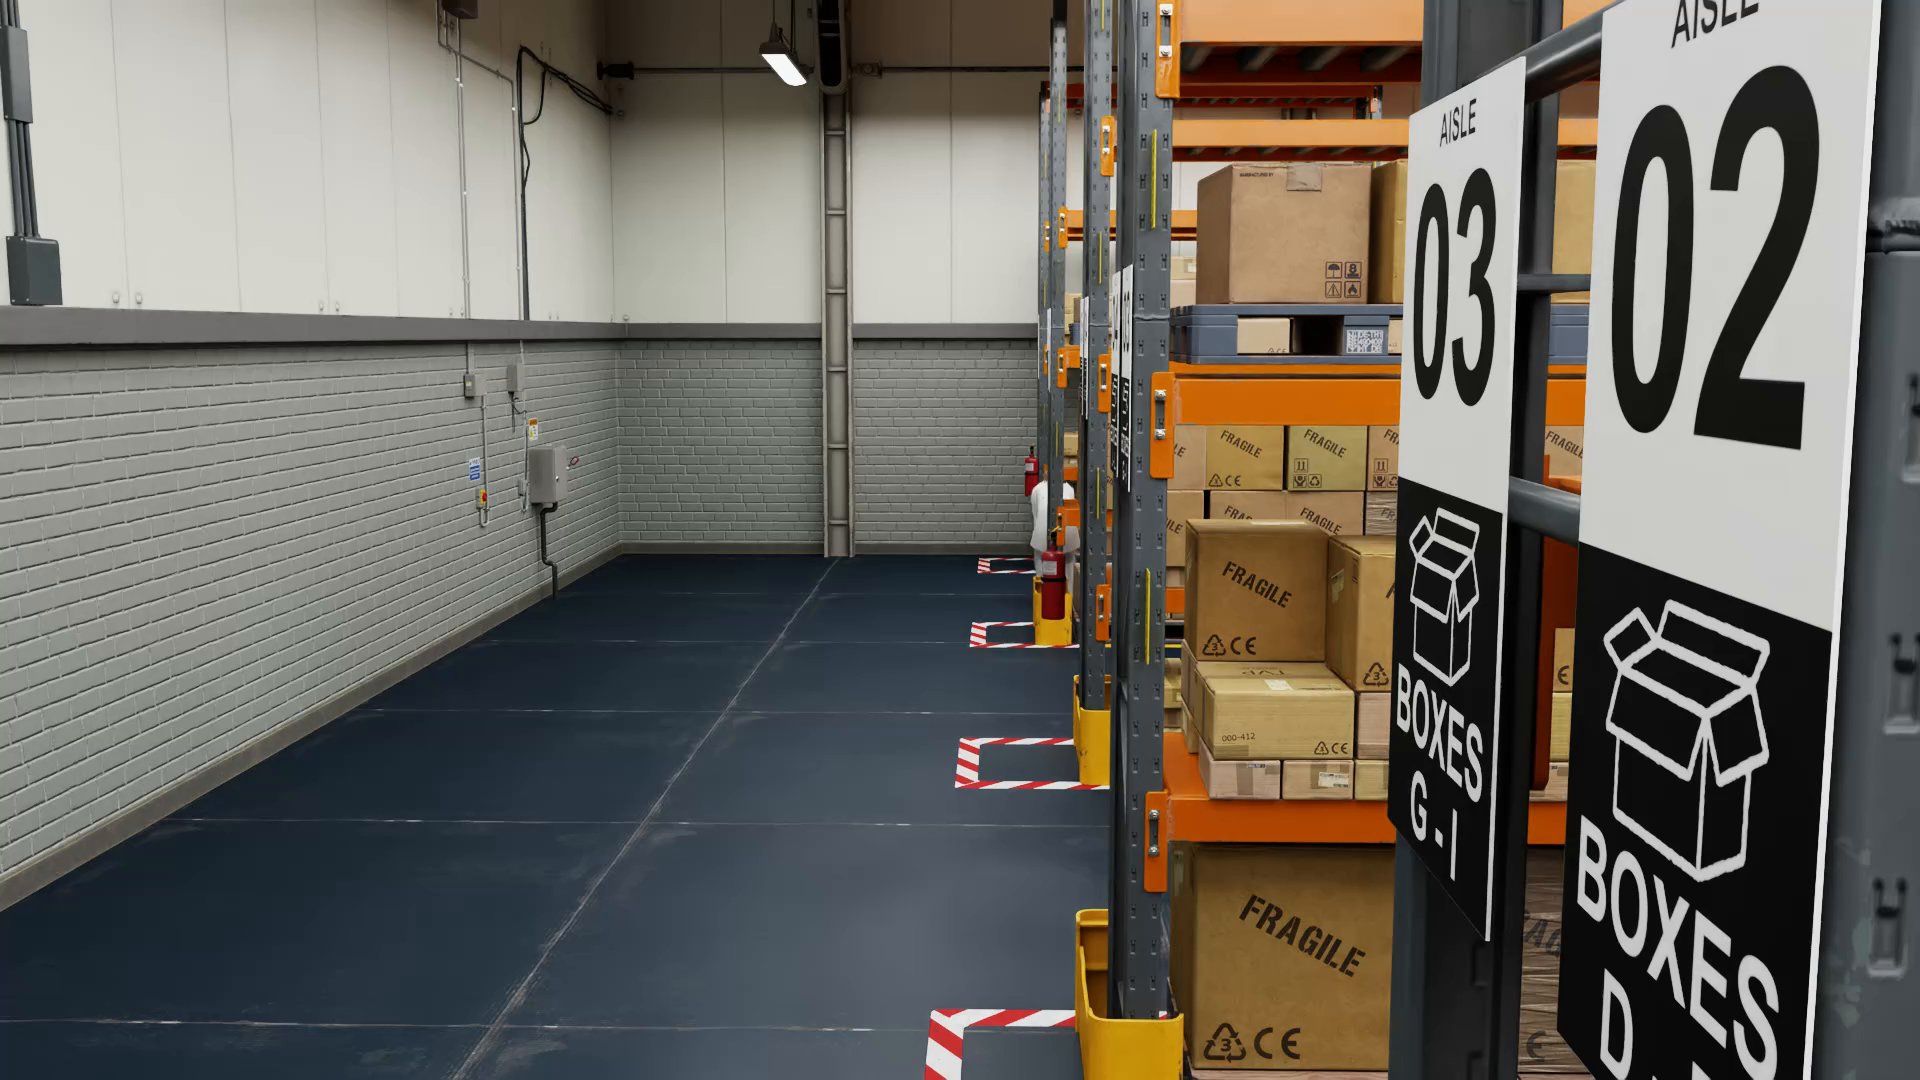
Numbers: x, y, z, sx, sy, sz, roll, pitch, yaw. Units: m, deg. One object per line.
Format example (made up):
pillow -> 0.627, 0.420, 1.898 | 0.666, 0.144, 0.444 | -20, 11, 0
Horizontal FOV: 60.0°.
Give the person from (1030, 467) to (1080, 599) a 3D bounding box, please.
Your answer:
person -> 1.040, -0.008, 18.307 | 0.554, 1.434, 0.805 | 0, 7, 0
